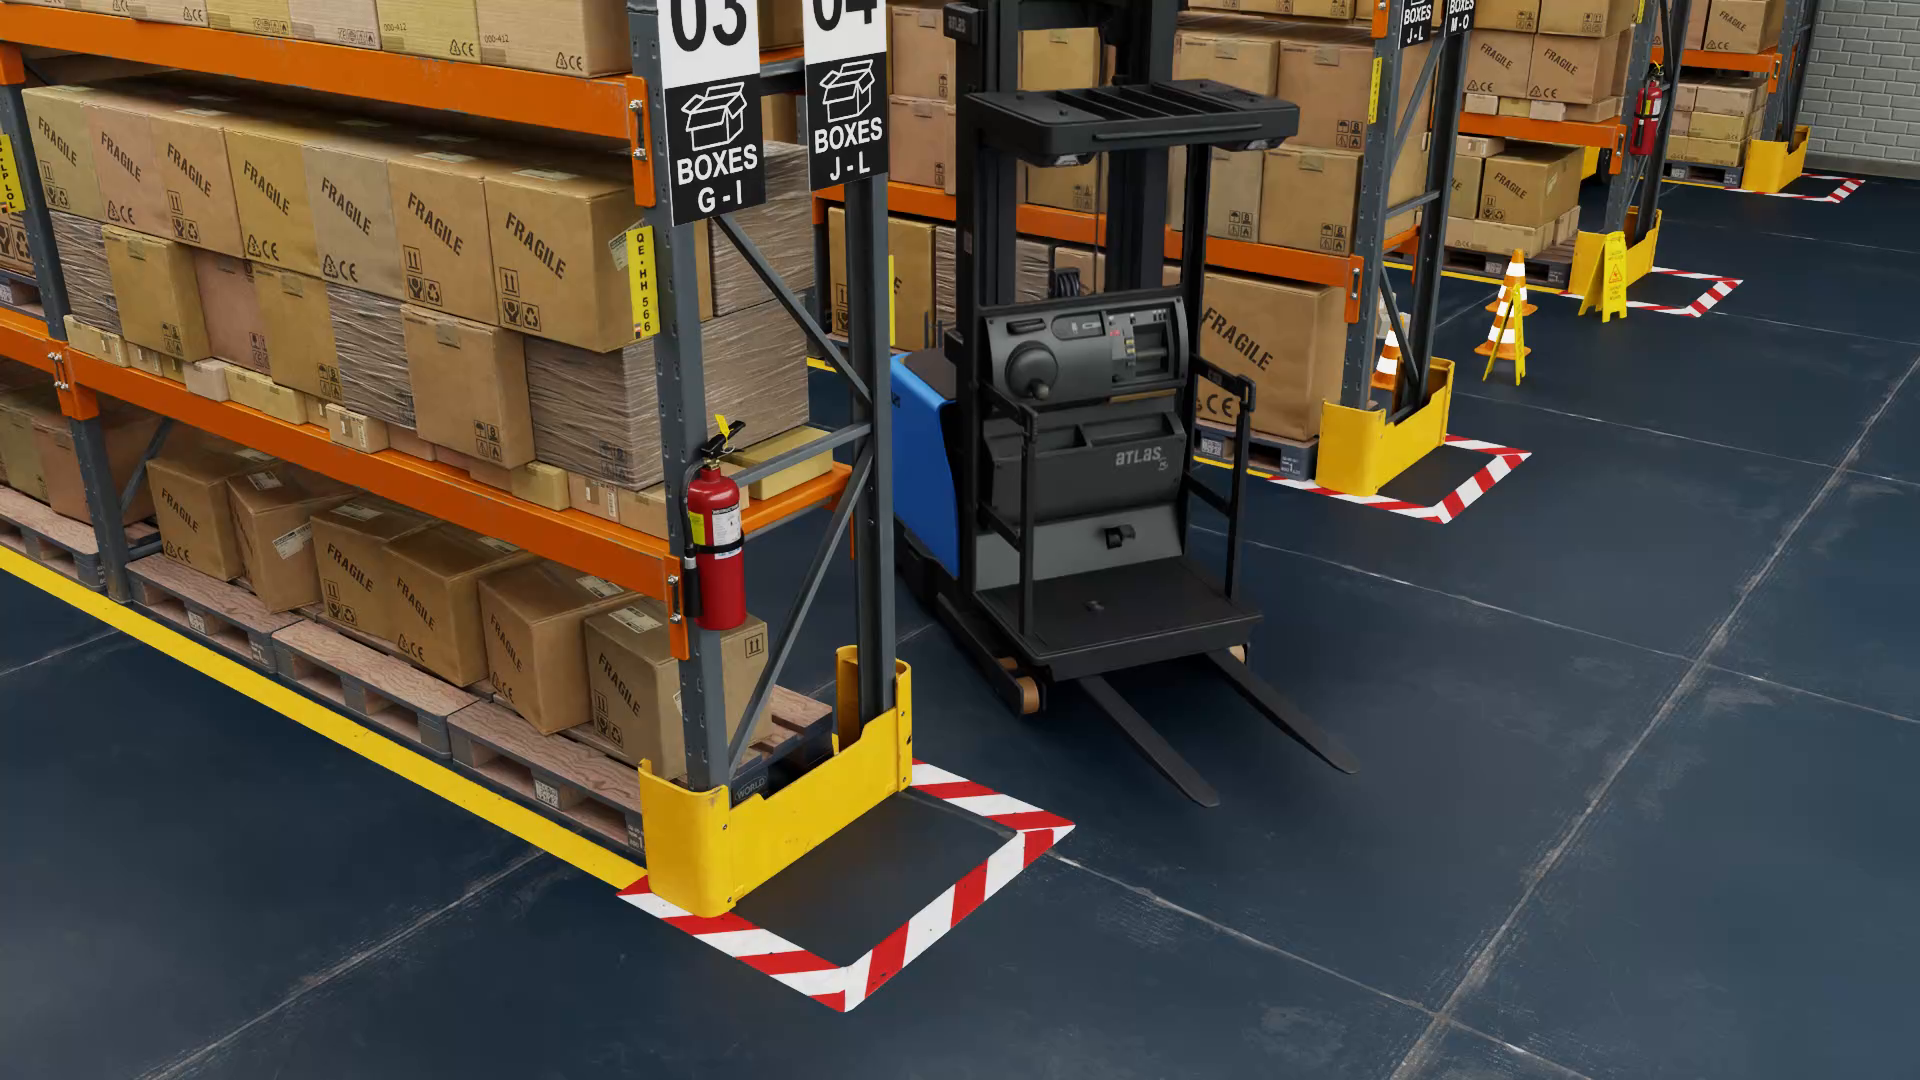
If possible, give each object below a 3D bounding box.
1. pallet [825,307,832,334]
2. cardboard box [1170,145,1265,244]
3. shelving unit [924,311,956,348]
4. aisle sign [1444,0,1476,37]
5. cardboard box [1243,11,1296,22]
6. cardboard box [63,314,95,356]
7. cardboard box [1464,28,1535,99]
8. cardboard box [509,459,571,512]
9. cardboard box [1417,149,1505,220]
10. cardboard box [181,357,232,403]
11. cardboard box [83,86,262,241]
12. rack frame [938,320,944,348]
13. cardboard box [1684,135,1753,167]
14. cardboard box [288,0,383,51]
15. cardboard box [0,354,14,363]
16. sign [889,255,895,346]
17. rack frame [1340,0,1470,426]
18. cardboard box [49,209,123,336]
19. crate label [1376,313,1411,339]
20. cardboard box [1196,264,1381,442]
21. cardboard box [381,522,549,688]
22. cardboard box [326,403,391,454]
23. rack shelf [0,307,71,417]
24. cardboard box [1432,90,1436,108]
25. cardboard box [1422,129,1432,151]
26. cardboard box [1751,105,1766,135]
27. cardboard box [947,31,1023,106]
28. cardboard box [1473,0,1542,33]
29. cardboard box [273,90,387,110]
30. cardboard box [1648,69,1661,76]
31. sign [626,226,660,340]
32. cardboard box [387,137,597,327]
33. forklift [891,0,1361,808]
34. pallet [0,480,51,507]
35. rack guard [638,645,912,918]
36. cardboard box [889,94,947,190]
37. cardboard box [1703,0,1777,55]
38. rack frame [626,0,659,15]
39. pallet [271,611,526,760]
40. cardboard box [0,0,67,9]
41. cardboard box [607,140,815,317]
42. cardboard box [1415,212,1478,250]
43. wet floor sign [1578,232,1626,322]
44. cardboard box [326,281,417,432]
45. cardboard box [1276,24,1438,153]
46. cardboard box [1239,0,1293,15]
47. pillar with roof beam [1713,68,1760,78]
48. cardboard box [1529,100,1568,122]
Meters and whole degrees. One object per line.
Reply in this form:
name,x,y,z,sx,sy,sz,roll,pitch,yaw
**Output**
pallet,-1.398,-1.691,12.326,1.213,0.211,1.003,17,29,33
cardboard box,1.688,-2.107,9.626,0.550,0.550,0.875,17,29,33
shelving unit,-0.033,-0.590,8.600,0.258,1.200,0.189,-9,25,-20
aisle sign,2.702,-3.107,8.857,0.004,0.787,0.394,17,29,33
cardboard box,2.753,-4.298,14.291,0.500,0.500,0.500,17,29,33
cardboard box,-3.799,-0.965,7.531,0.250,0.149,0.380,17,29,33
cardboard box,4.356,-3.806,13.174,0.500,0.500,0.500,17,29,33
cardboard box,-1.372,-0.253,5.917,0.250,0.149,0.380,17,29,33
cardboard box,4.136,-2.971,13.731,0.500,0.500,0.500,18,30,35
cardboard box,-3.009,-0.718,6.970,0.250,0.149,0.380,17,29,33
cardboard box,-3.182,-1.557,6.831,0.500,0.500,0.500,17,29,33
rack frame,0.002,-0.555,8.523,0.240,1.200,0.006,-9,25,-20
cardboard box,7.762,-4.007,17.013,0.500,0.250,0.500,17,29,34
cardboard box,-1.934,-1.847,5.687,0.500,0.250,0.500,18,29,34
cardboard box,-5.534,-0.833,9.475,0.500,0.500,0.700,20,31,38
sign,-0.265,-0.833,5.846,0.005,0.325,0.100,17,29,33
rack frame,2.466,-1.837,9.200,0.127,3.000,1.000,17,29,33
cardboard box,-3.468,-1.282,7.446,0.500,0.500,0.875,17,29,33
crate label,3.176,-1.566,12.135,0.298,0.136,0.250,3,24,6
cardboard box,1.883,-1.200,9.868,0.875,0.875,0.875,17,29,34
cardboard box,-2.068,0.243,7.058,0.500,0.500,0.500,20,31,38
cardboard box,-2.205,-0.478,6.426,0.250,0.149,0.380,17,29,33
rack shelf,-5.391,-1.383,9.062,4.000,0.370,1.077,17,29,33
cardboard box,3.861,-3.652,13.630,0.250,0.149,0.380,16,29,33
cardboard box,3.813,-3.336,13.755,0.250,0.149,0.380,18,30,35
cardboard box,8.076,-4.405,17.296,0.500,0.250,0.500,17,29,34
cardboard box,0.399,-2.997,10.306,0.550,0.550,0.875,17,29,33
cardboard box,4.413,-4.276,13.002,0.500,0.500,0.700,17,29,34
cardboard box,-2.465,-1.607,6.943,0.500,0.500,0.500,17,29,33
cardboard box,7.261,-4.874,17.741,0.500,0.250,0.500,17,29,33
sign,-0.939,-0.762,4.931,0.005,0.325,0.100,17,29,33
cardboard box,-1.582,-1.073,5.733,0.500,0.500,0.500,17,29,33
forklift,0.630,-0.789,6.905,1.130,2.935,3.031,-9,25,-20
pallet,-5.395,-0.435,9.476,1.213,0.211,1.003,17,29,33
rack guard,-0.651,0.864,6.169,0.348,0.500,1.175,17,29,33
cardboard box,0.021,-2.662,10.886,0.550,0.550,0.875,17,29,33
cardboard box,7.776,-5.141,16.575,0.500,0.500,0.500,16,28,32
rack frame,-0.590,-3.007,4.414,0.127,3.000,1.000,17,29,33
pallet,-2.252,0.493,7.369,1.213,0.211,1.003,17,29,33
cardboard box,-3.584,-2.341,6.810,0.500,0.250,0.500,16,28,31
cardboard box,-0.867,-1.122,5.843,0.500,0.500,0.500,17,29,33
cardboard box,4.136,-2.629,13.887,0.500,0.250,0.500,17,29,33
wet floor sign,4.864,-1.990,12.467,0.267,0.644,0.232,-15,28,-30
cardboard box,-1.860,-0.802,6.358,0.500,0.500,0.875,17,29,33
cardboard box,2.192,-2.502,9.184,0.550,0.550,0.875,17,29,33
cardboard box,2.770,-4.759,14.097,0.500,0.500,0.700,17,29,34
pillar with roof beam,5.729,-6.877,13.197,0.400,9.000,9.100,17,29,33
cardboard box,4.657,-3.391,13.037,0.250,0.149,0.380,16,29,33
